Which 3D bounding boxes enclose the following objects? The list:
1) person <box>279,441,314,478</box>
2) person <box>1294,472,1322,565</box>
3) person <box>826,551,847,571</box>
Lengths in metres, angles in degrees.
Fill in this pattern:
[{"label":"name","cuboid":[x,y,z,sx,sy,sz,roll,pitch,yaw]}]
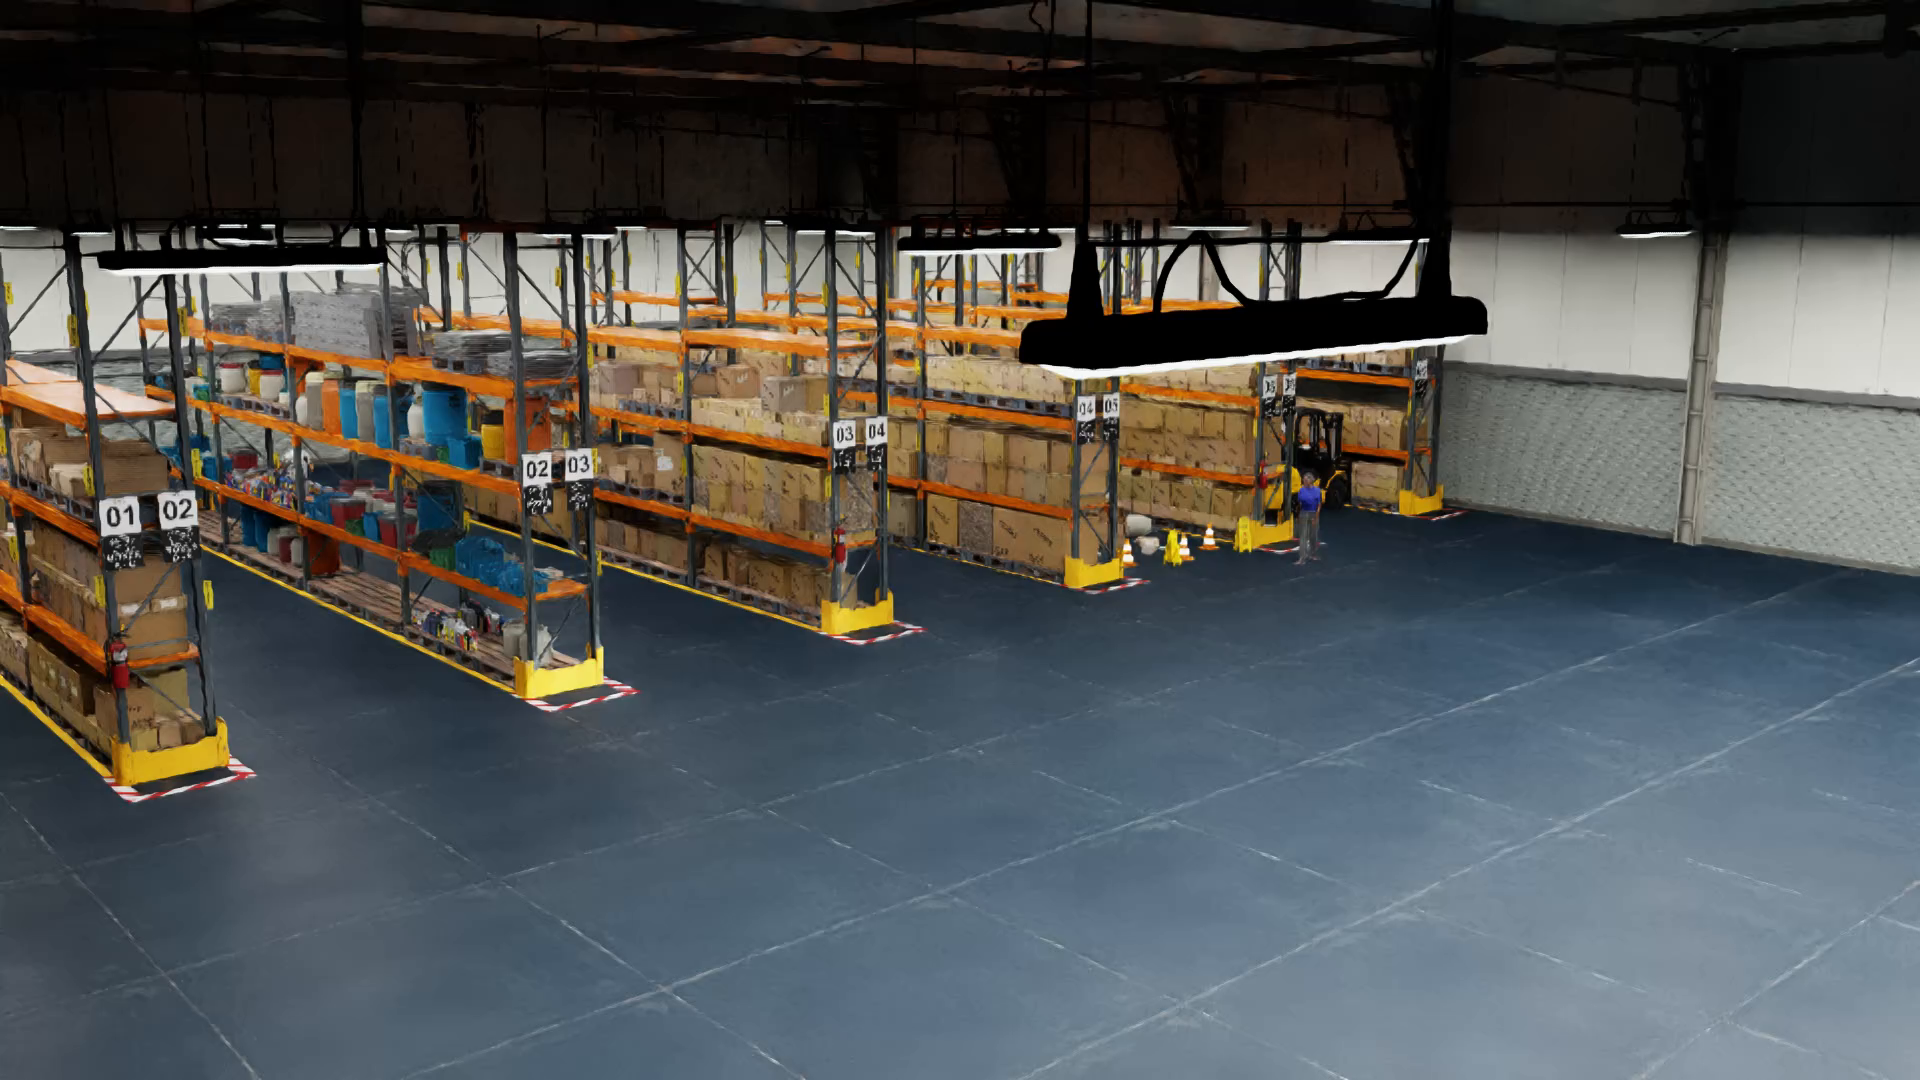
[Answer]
[{"label":"person","cuboid":[-13.597,-1.278,34.163,0.802,1.602,0.631,11,16,42]},{"label":"person","cuboid":[6.237,-0.404,29.690,0.477,1.641,0.637,4,12,19]},{"label":"person","cuboid":[-2.054,-0.174,28.386,0.733,1.709,0.930,-11,16,-43]}]
